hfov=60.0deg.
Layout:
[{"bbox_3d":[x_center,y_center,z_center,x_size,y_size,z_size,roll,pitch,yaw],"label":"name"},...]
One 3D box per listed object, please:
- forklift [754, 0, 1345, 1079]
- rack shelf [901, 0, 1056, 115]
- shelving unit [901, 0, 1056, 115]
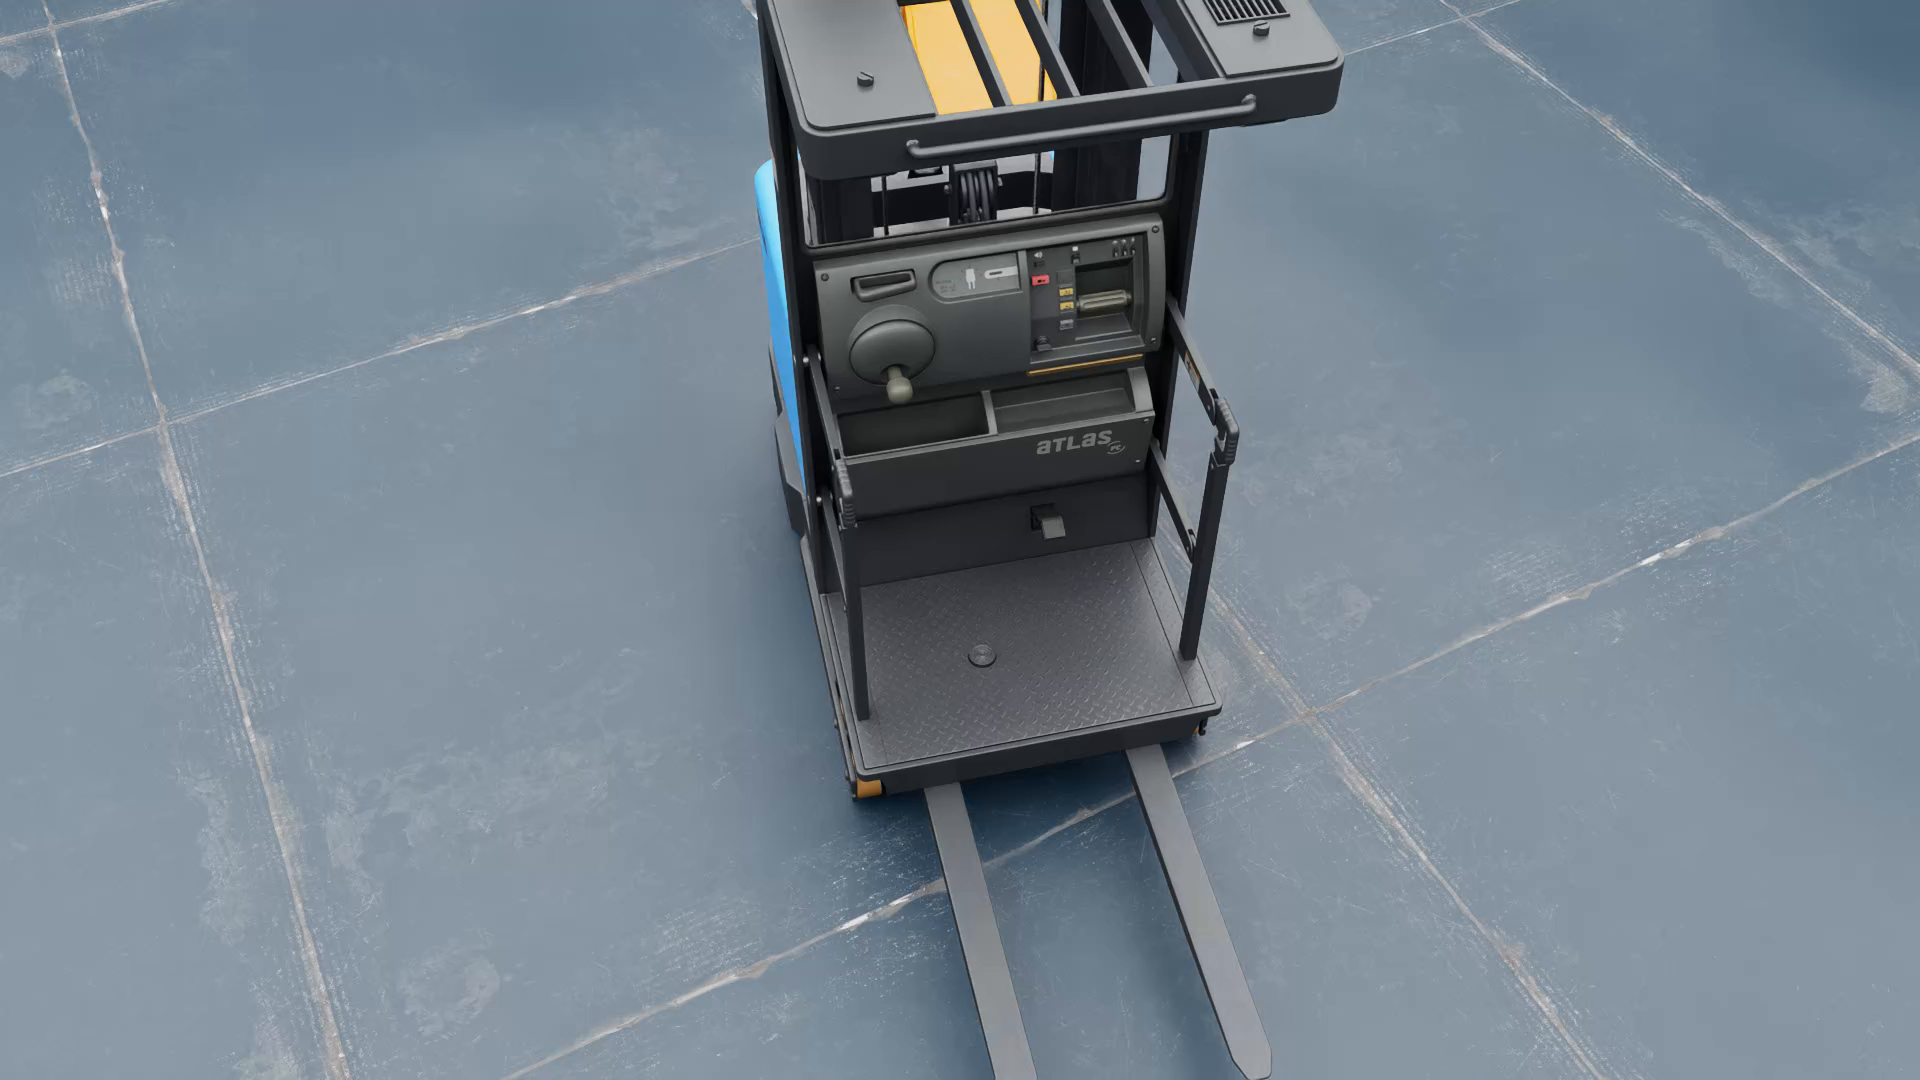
[{"bbox_3d":[0.138,-0.502,4.242,1.130,2.935,3.031,-10,50,-8],"label":"forklift"},{"bbox_3d":[0.072,-1.692,6.094,0.538,0.278,1.000,-4,49,-3],"label":"rack shelf"},{"bbox_3d":[0.072,-1.499,6.314,0.538,1.125,1.048,-4,49,-3],"label":"shelving unit"}]
